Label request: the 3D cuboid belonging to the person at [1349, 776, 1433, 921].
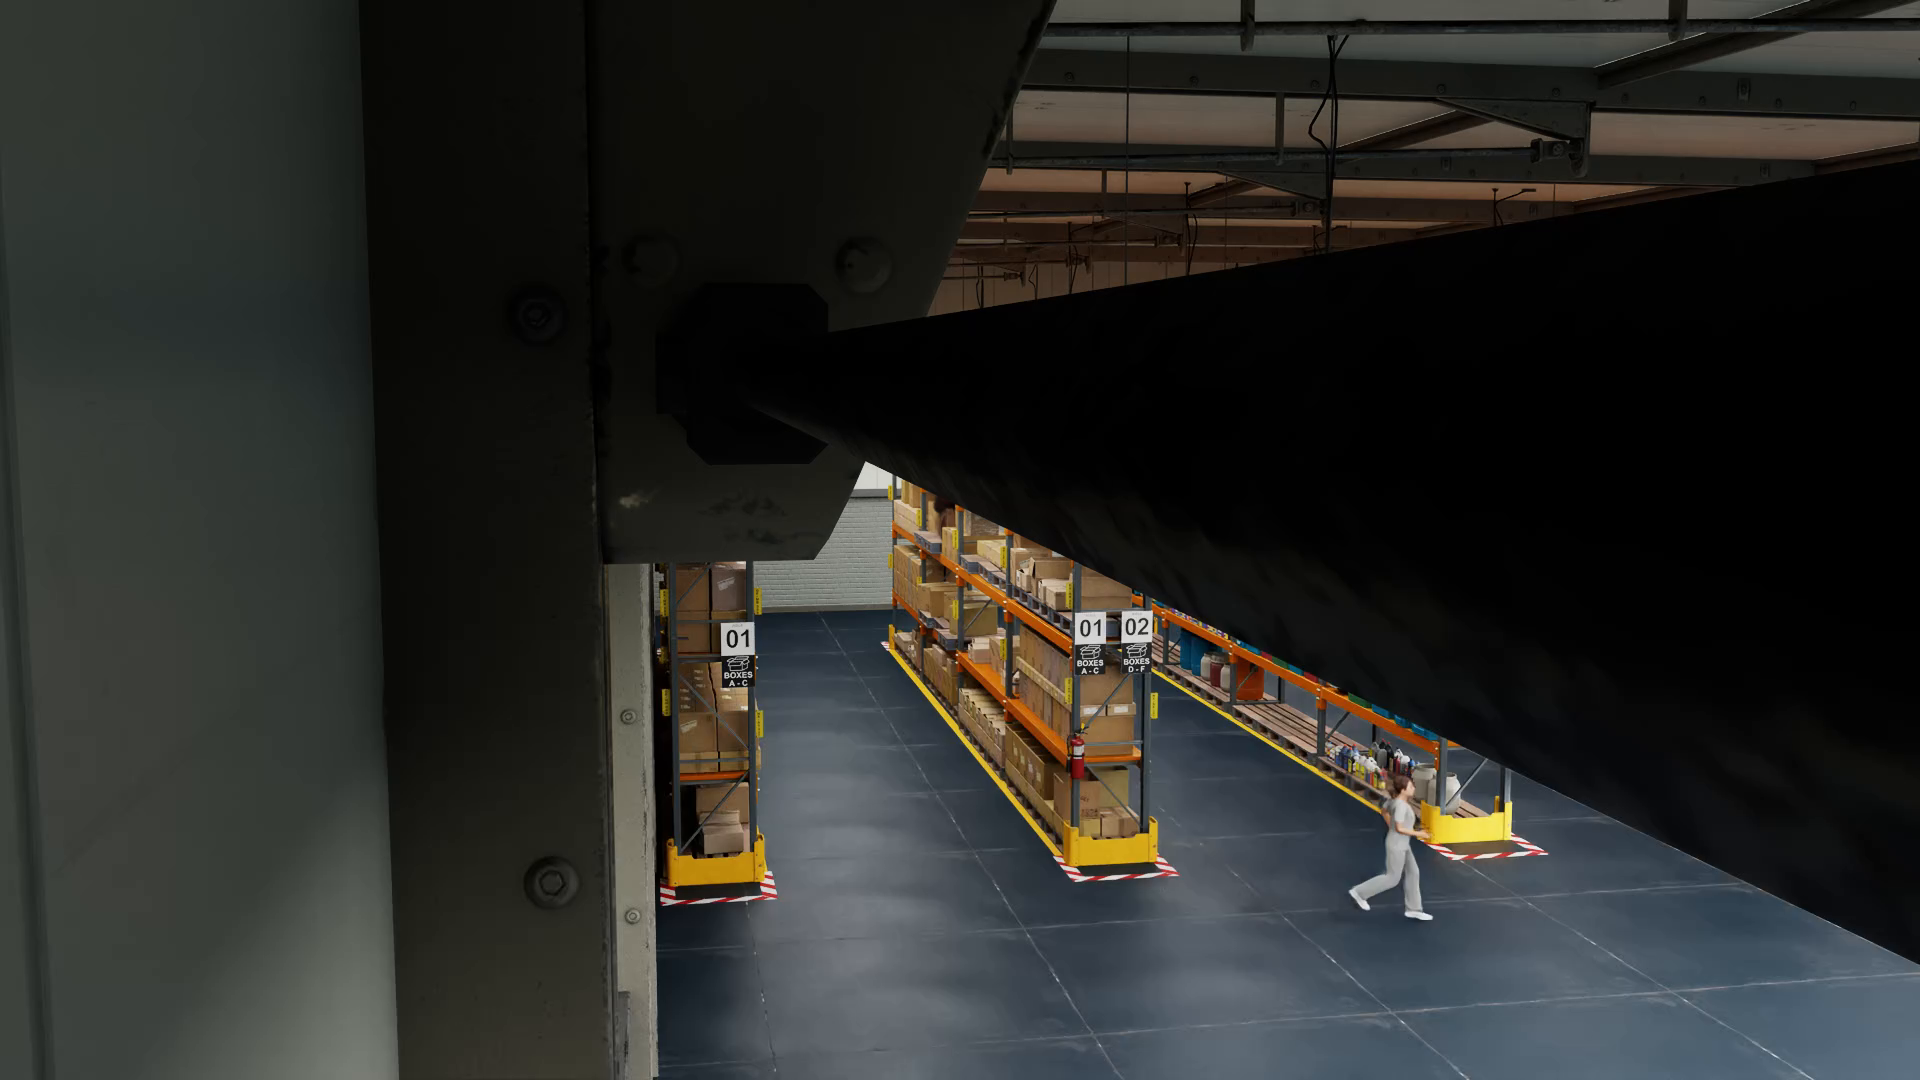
[{"bbox_3d":[4.892,3.474,18.809,0.926,1.656,0.536,1,6,12],"label":"person"}]
